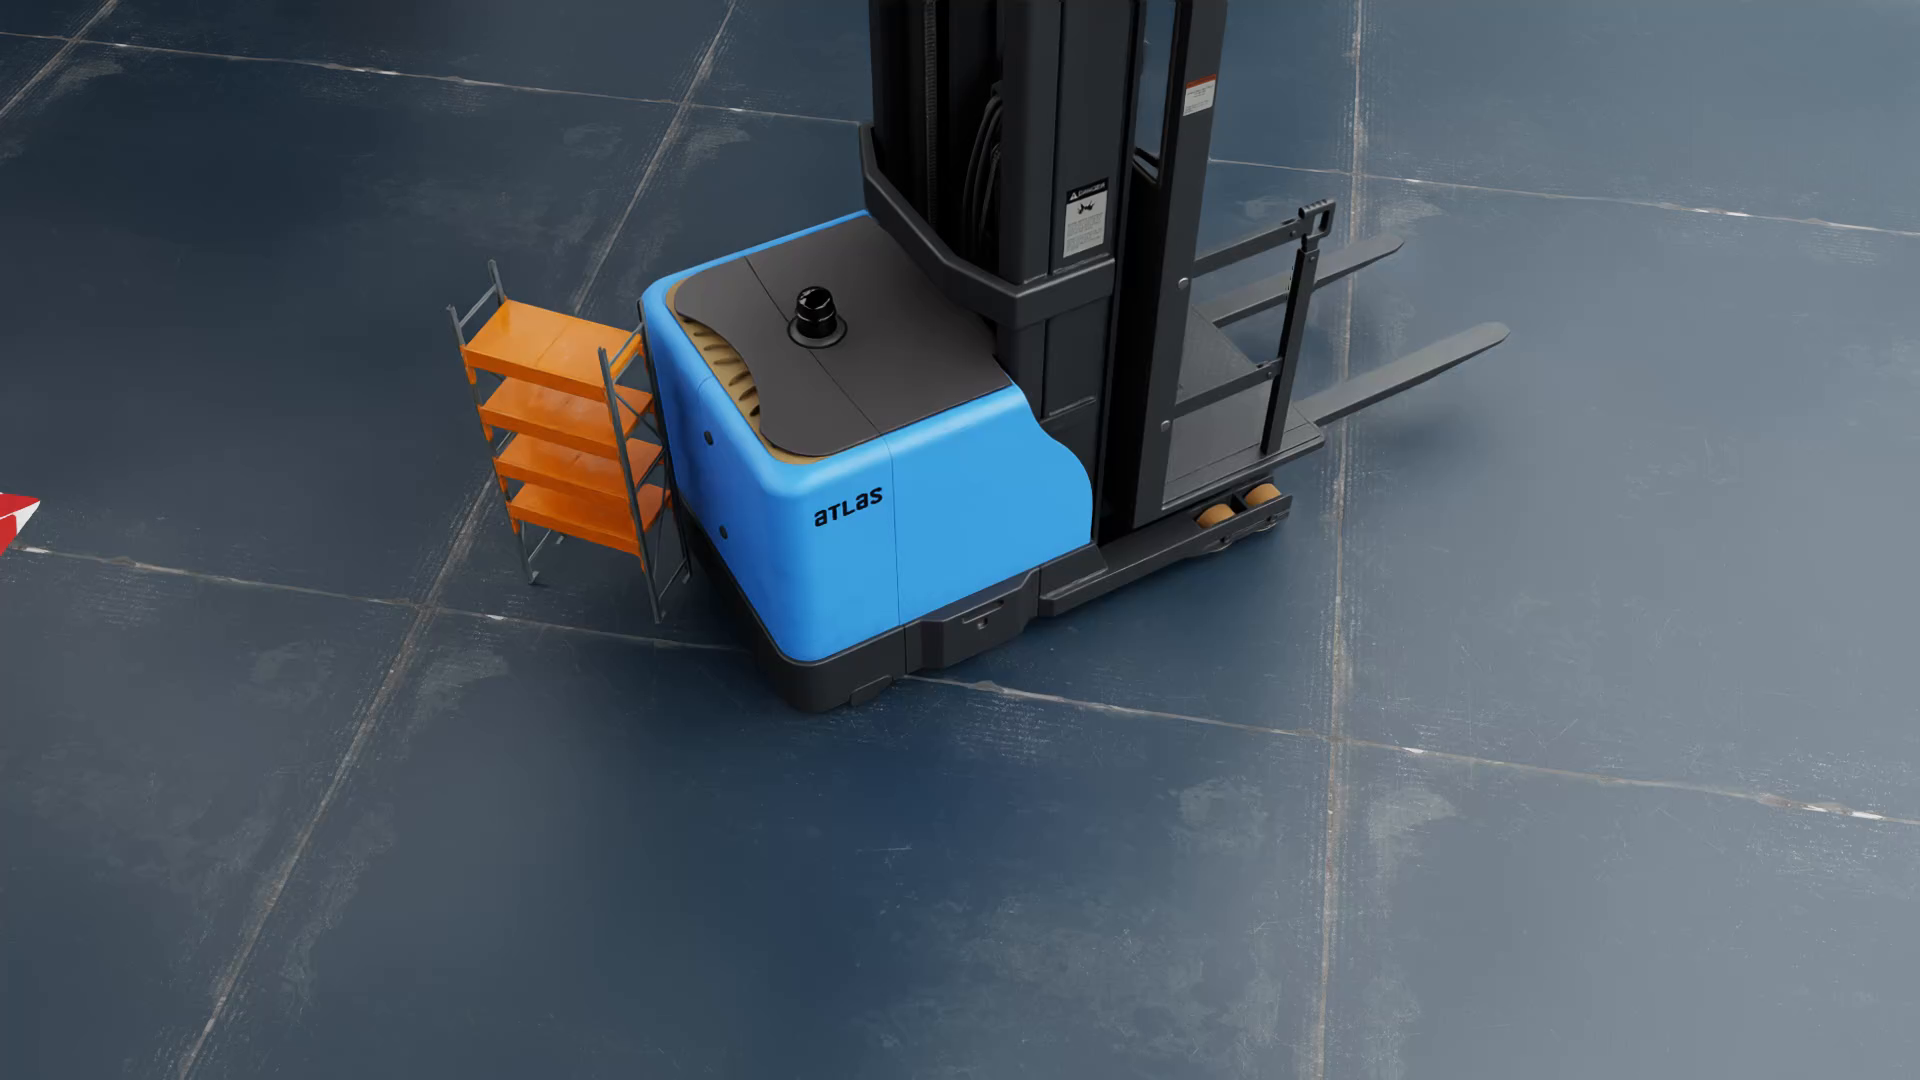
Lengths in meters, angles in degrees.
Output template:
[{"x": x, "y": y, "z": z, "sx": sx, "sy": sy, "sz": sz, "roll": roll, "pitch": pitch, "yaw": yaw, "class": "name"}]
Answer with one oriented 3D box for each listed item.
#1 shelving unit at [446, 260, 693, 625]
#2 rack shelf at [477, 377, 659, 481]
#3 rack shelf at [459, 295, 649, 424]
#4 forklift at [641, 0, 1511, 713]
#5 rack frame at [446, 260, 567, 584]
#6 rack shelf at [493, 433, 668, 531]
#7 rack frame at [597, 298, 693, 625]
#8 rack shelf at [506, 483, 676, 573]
[{"x": -1.184, "y": -0.272, "z": 5.187, "sx": 0.503, "sy": 1.200, "sz": 0.258, "roll": 16, "pitch": 50, "yaw": 14, "class": "shelving unit"}, {"x": -1.184, "y": -0.376, "z": 5.071, "sx": 0.480, "sy": 0.148, "sz": 0.258, "roll": 16, "pitch": 50, "yaw": 14, "class": "rack shelf"}, {"x": -1.184, "y": -0.534, "z": 4.895, "sx": 0.480, "sy": 0.148, "sz": 0.258, "roll": 16, "pitch": 50, "yaw": 14, "class": "rack shelf"}, {"x": 0.557, "y": -1.260, "z": 4.912, "sx": 3.031, "sy": 2.935, "sz": 1.130, "roll": -23, "pitch": 52, "yaw": -19, "class": "forklift"}, {"x": -1.412, "y": -0.337, "z": 5.246, "sx": 0.015, "sy": 1.200, "sz": 0.240, "roll": 16, "pitch": 50, "yaw": 14, "class": "rack frame"}, {"x": -1.184, "y": -0.227, "z": 5.237, "sx": 0.480, "sy": 0.148, "sz": 0.258, "roll": 16, "pitch": 50, "yaw": 14, "class": "rack shelf"}, {"x": -0.957, "y": -0.206, "z": 5.129, "sx": 0.015, "sy": 1.200, "sz": 0.240, "roll": 16, "pitch": 50, "yaw": 14, "class": "rack frame"}, {"x": -1.184, "y": -0.094, "z": 5.385, "sx": 0.480, "sy": 0.148, "sz": 0.258, "roll": 16, "pitch": 50, "yaw": 14, "class": "rack shelf"}]
